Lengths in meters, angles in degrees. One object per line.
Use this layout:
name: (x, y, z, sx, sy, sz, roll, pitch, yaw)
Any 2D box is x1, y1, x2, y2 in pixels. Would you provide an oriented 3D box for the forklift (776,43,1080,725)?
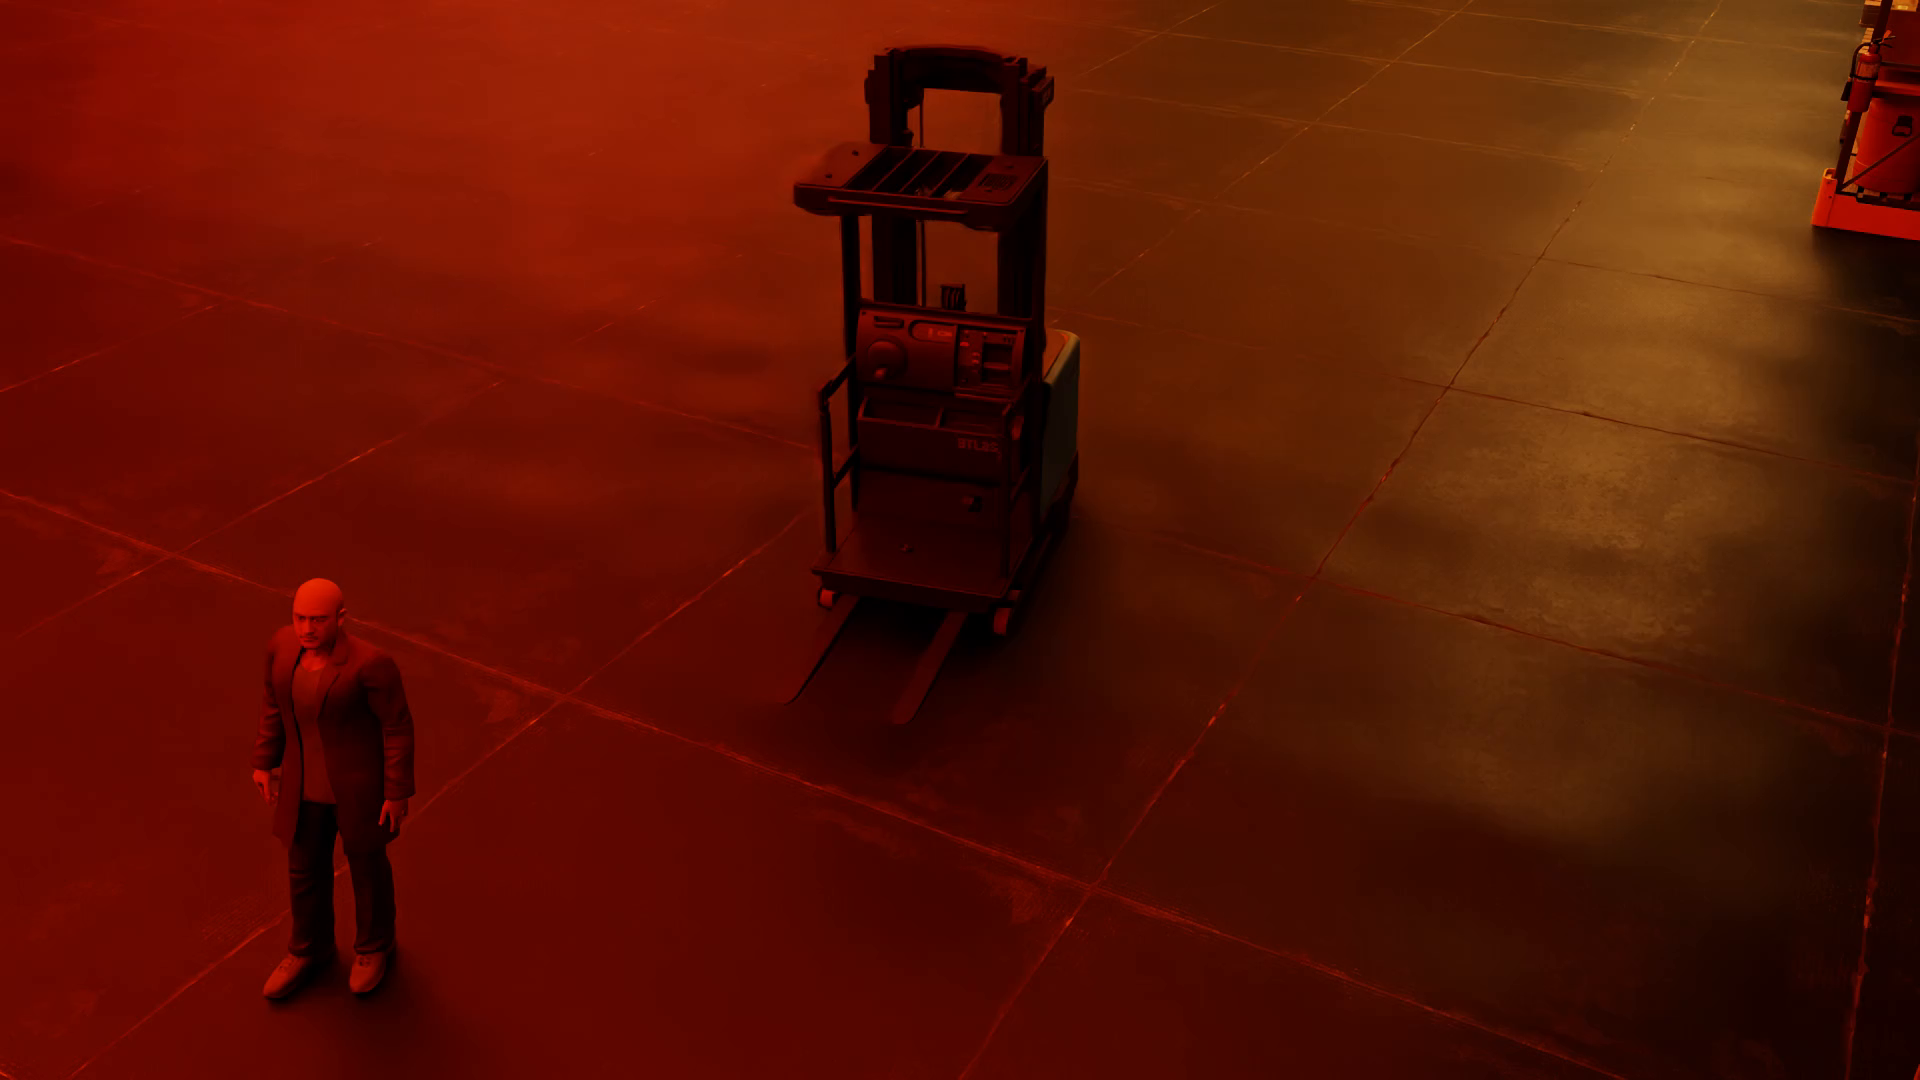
forklift: (-0.163, -0.959, 8.732, 1.130, 2.935, 3.031, 8, 31, 14)

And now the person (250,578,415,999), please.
person: (-2.474, 1.001, 6.478, 0.693, 1.779, 0.576, 7, 31, 12)
